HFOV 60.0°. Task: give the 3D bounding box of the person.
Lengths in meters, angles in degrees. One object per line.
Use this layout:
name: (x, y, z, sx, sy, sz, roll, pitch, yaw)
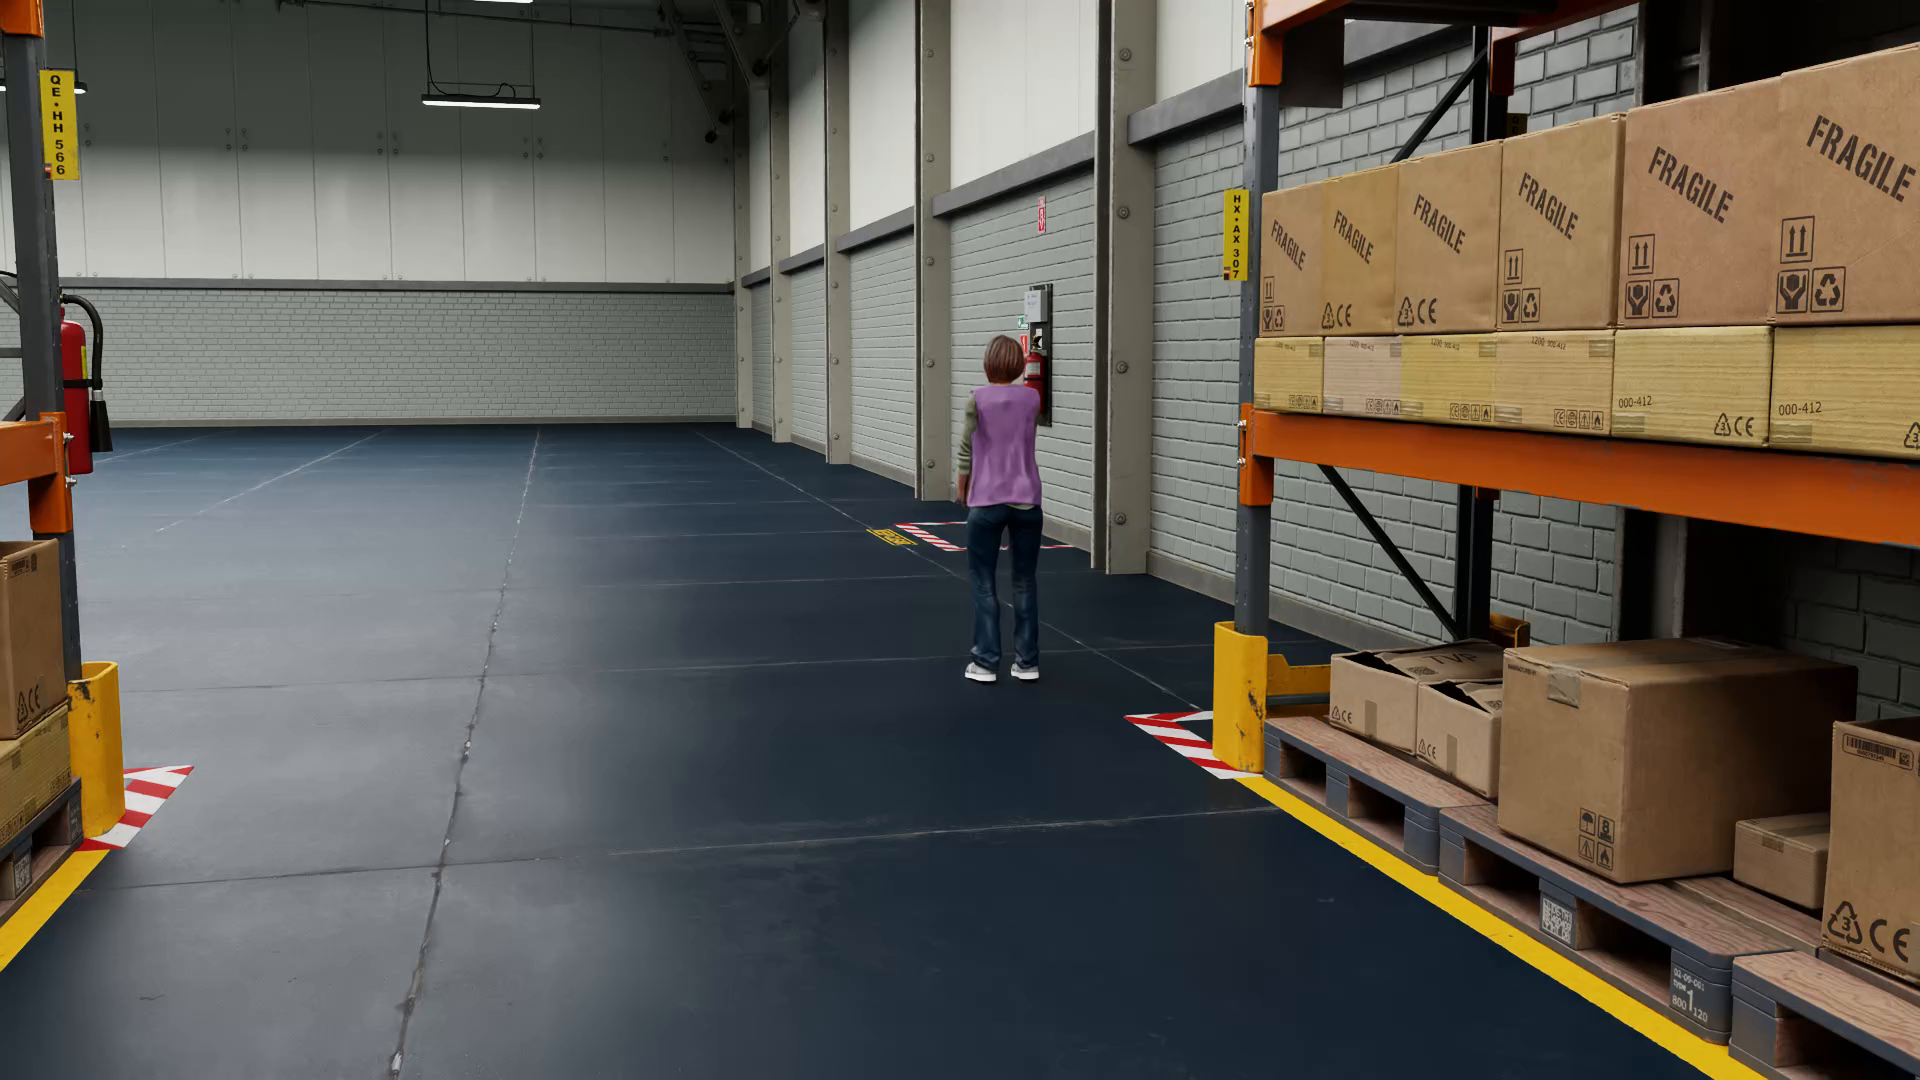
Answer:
person: (0.178, -0.148, 7.729, 0.375, 1.600, 0.502, -2, 7, -14)
